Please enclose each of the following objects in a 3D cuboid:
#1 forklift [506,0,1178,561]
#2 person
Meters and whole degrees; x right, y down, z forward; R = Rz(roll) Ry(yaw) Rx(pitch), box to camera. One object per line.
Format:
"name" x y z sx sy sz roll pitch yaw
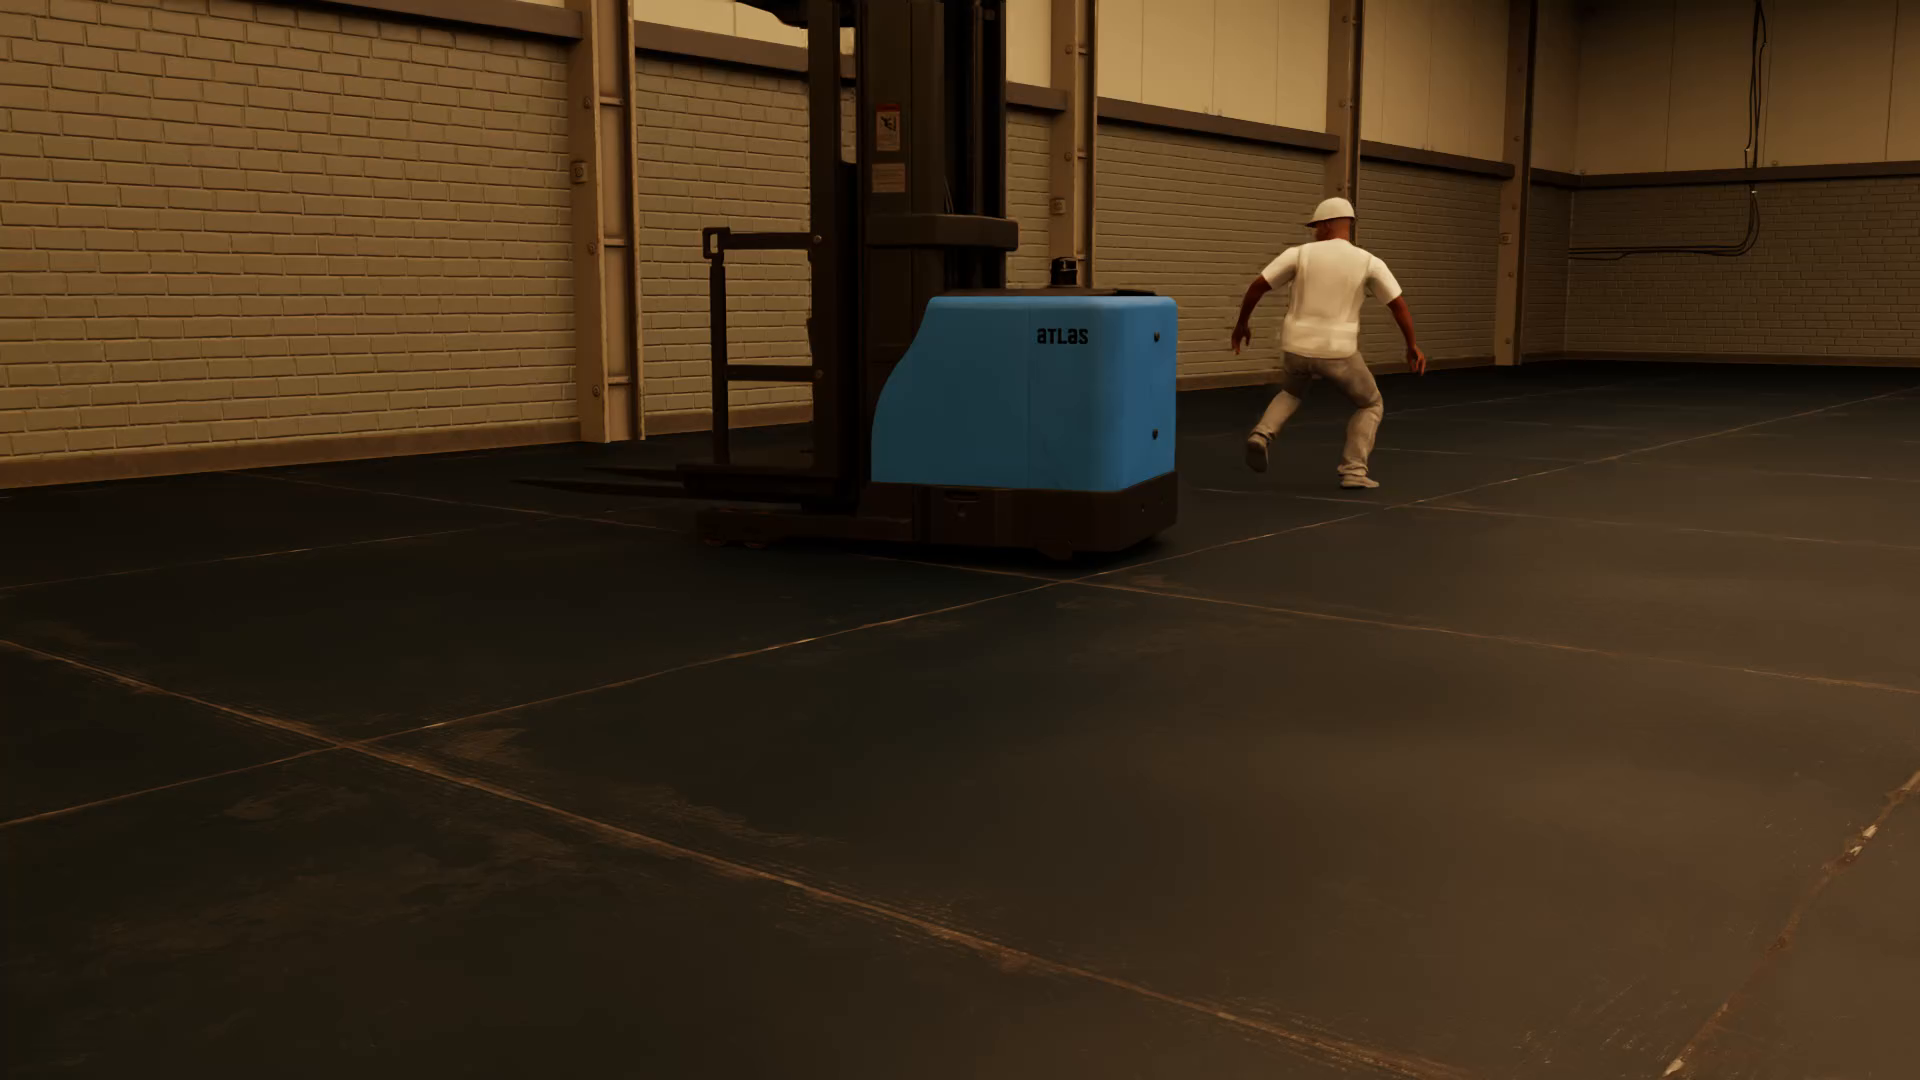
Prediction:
"forklift" -0.601 -1.477 7.373 3.031 2.935 1.130 3 9 21
"person" 2.083 -1.104 9.423 1.039 1.647 0.524 5 10 30
